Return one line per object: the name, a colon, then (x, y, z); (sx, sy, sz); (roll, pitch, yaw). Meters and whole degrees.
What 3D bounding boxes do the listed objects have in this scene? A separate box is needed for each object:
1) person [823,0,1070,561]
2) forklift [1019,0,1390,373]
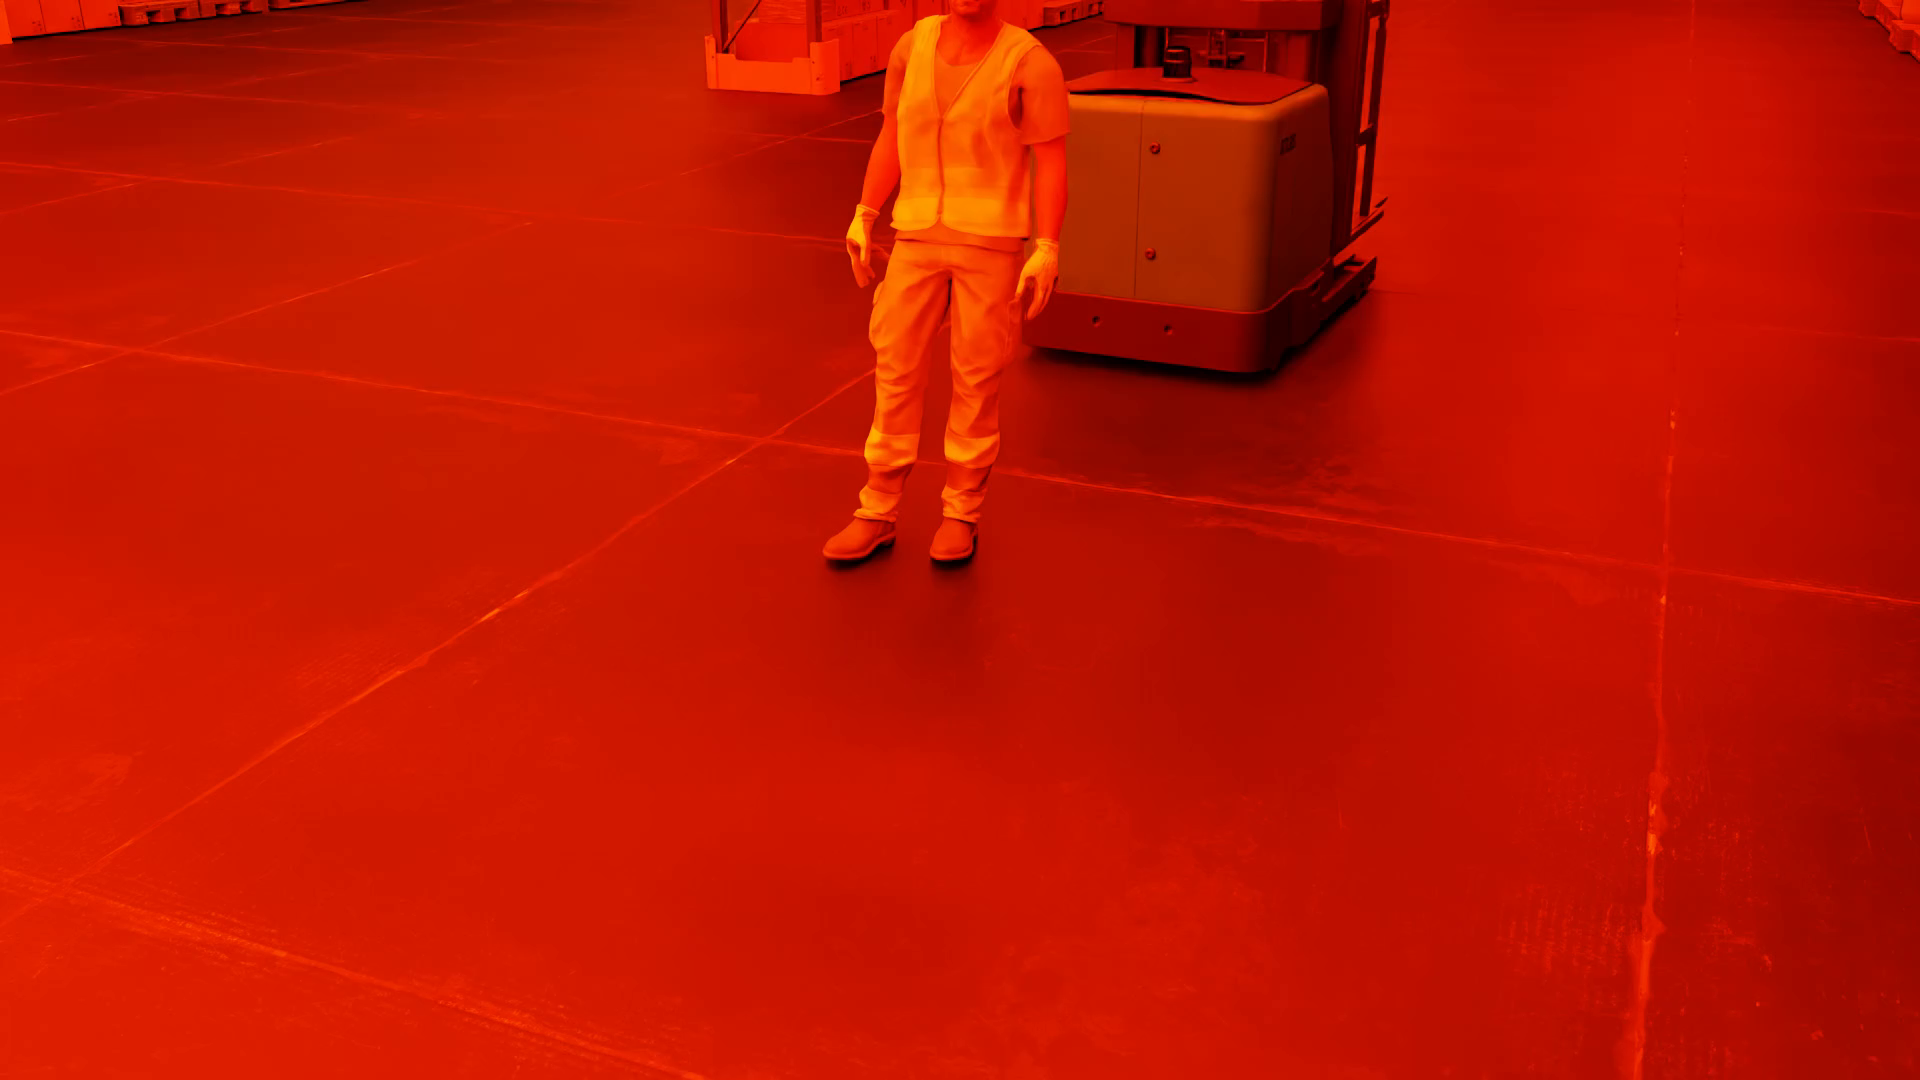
person: (-0.042, -0.805, 4.680); (0.637, 1.790, 0.562); (9, 24, 21)
forklift: (1.339, -2.534, 7.356); (1.130, 2.935, 3.031); (11, 25, 24)
